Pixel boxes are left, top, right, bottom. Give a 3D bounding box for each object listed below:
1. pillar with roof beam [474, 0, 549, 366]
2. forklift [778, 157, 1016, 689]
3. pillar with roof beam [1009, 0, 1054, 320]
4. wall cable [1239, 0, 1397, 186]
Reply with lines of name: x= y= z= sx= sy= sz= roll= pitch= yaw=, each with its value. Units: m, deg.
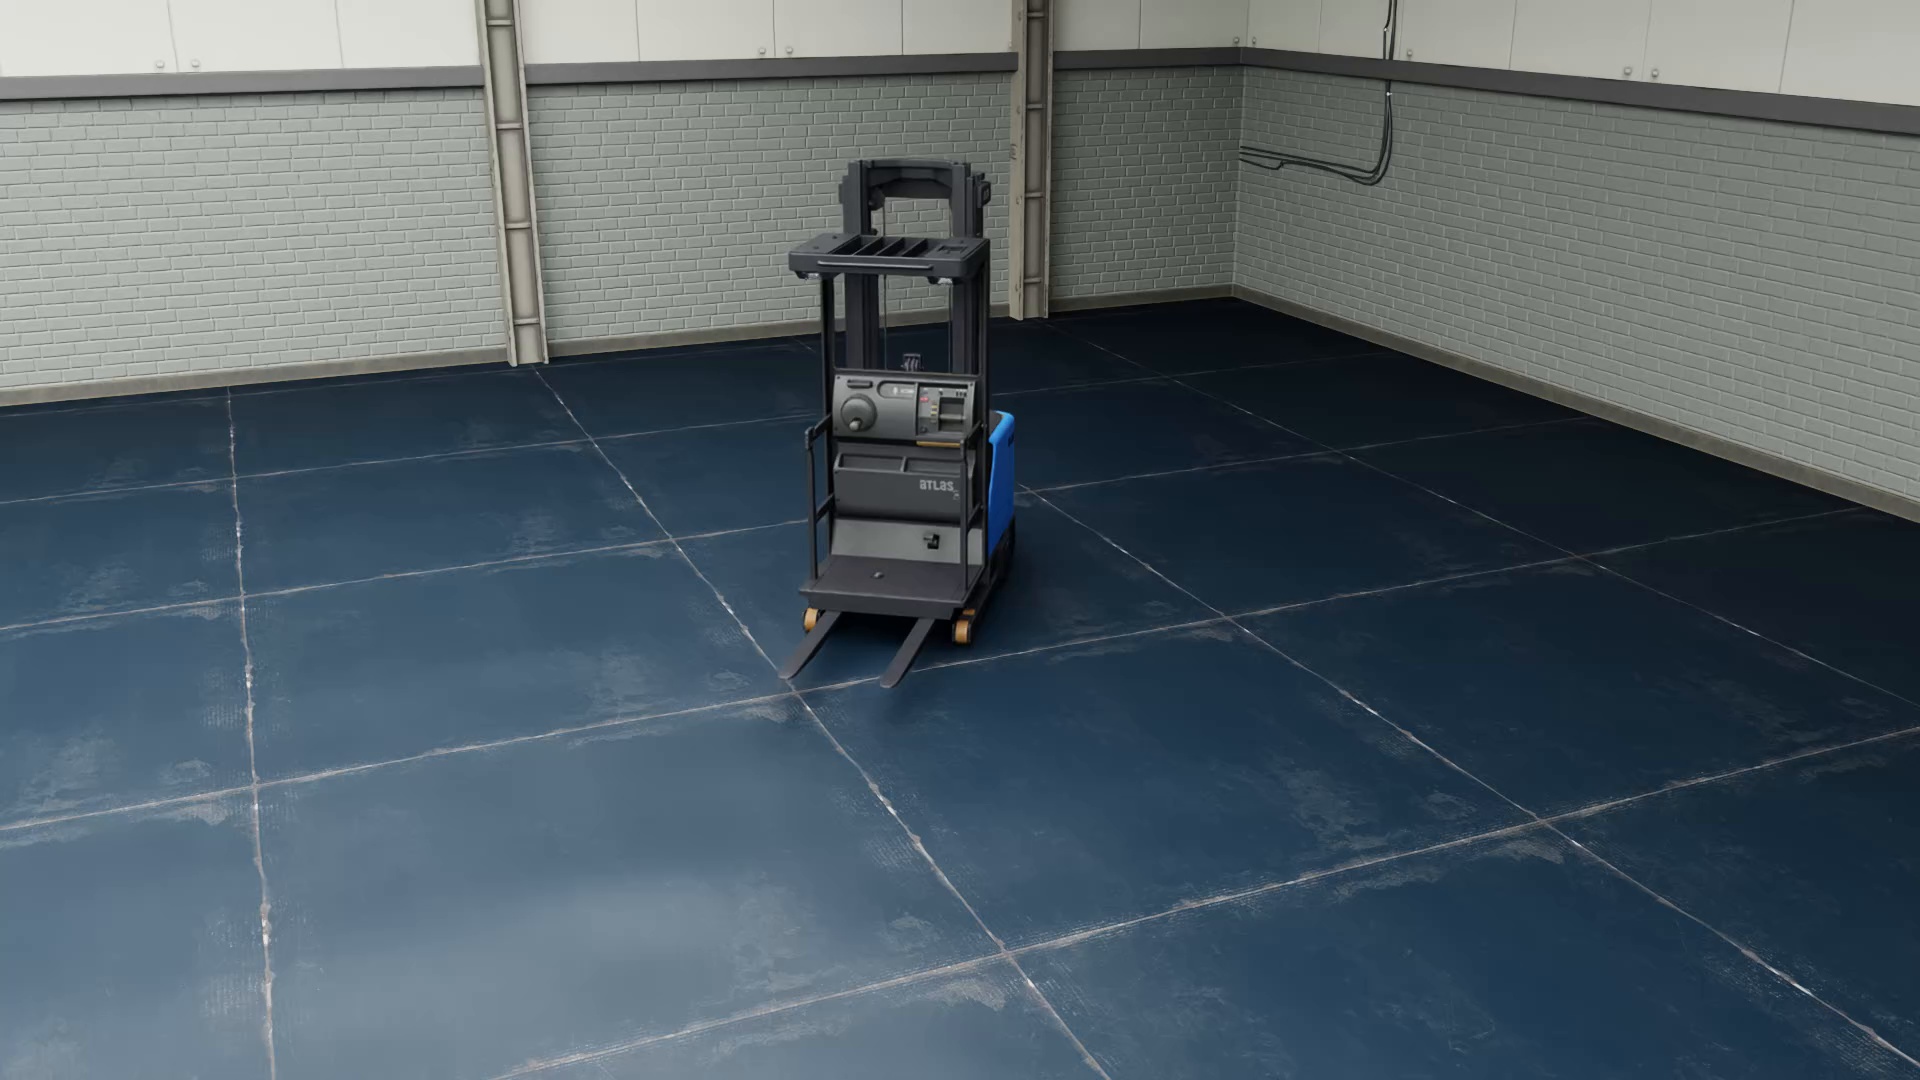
pillar with roof beam: x=-2.970 y=-4.864 z=12.785 sx=0.400 sy=9.000 sz=9.100 roll=-8 pitch=21 yaw=-22
forklift: x=-0.404 y=-0.846 z=10.512 sx=1.130 sy=2.935 sz=3.031 roll=4 pitch=20 yaw=11
pillar with roof beam: x=2.539 y=-5.653 z=15.027 sx=0.400 sy=9.000 sz=9.100 roll=-8 pitch=21 yaw=-22
wall cable: x=4.063 y=-5.485 z=19.227 sx=0.112 sy=2.526 sz=3.097 roll=-8 pitch=21 yaw=-22
